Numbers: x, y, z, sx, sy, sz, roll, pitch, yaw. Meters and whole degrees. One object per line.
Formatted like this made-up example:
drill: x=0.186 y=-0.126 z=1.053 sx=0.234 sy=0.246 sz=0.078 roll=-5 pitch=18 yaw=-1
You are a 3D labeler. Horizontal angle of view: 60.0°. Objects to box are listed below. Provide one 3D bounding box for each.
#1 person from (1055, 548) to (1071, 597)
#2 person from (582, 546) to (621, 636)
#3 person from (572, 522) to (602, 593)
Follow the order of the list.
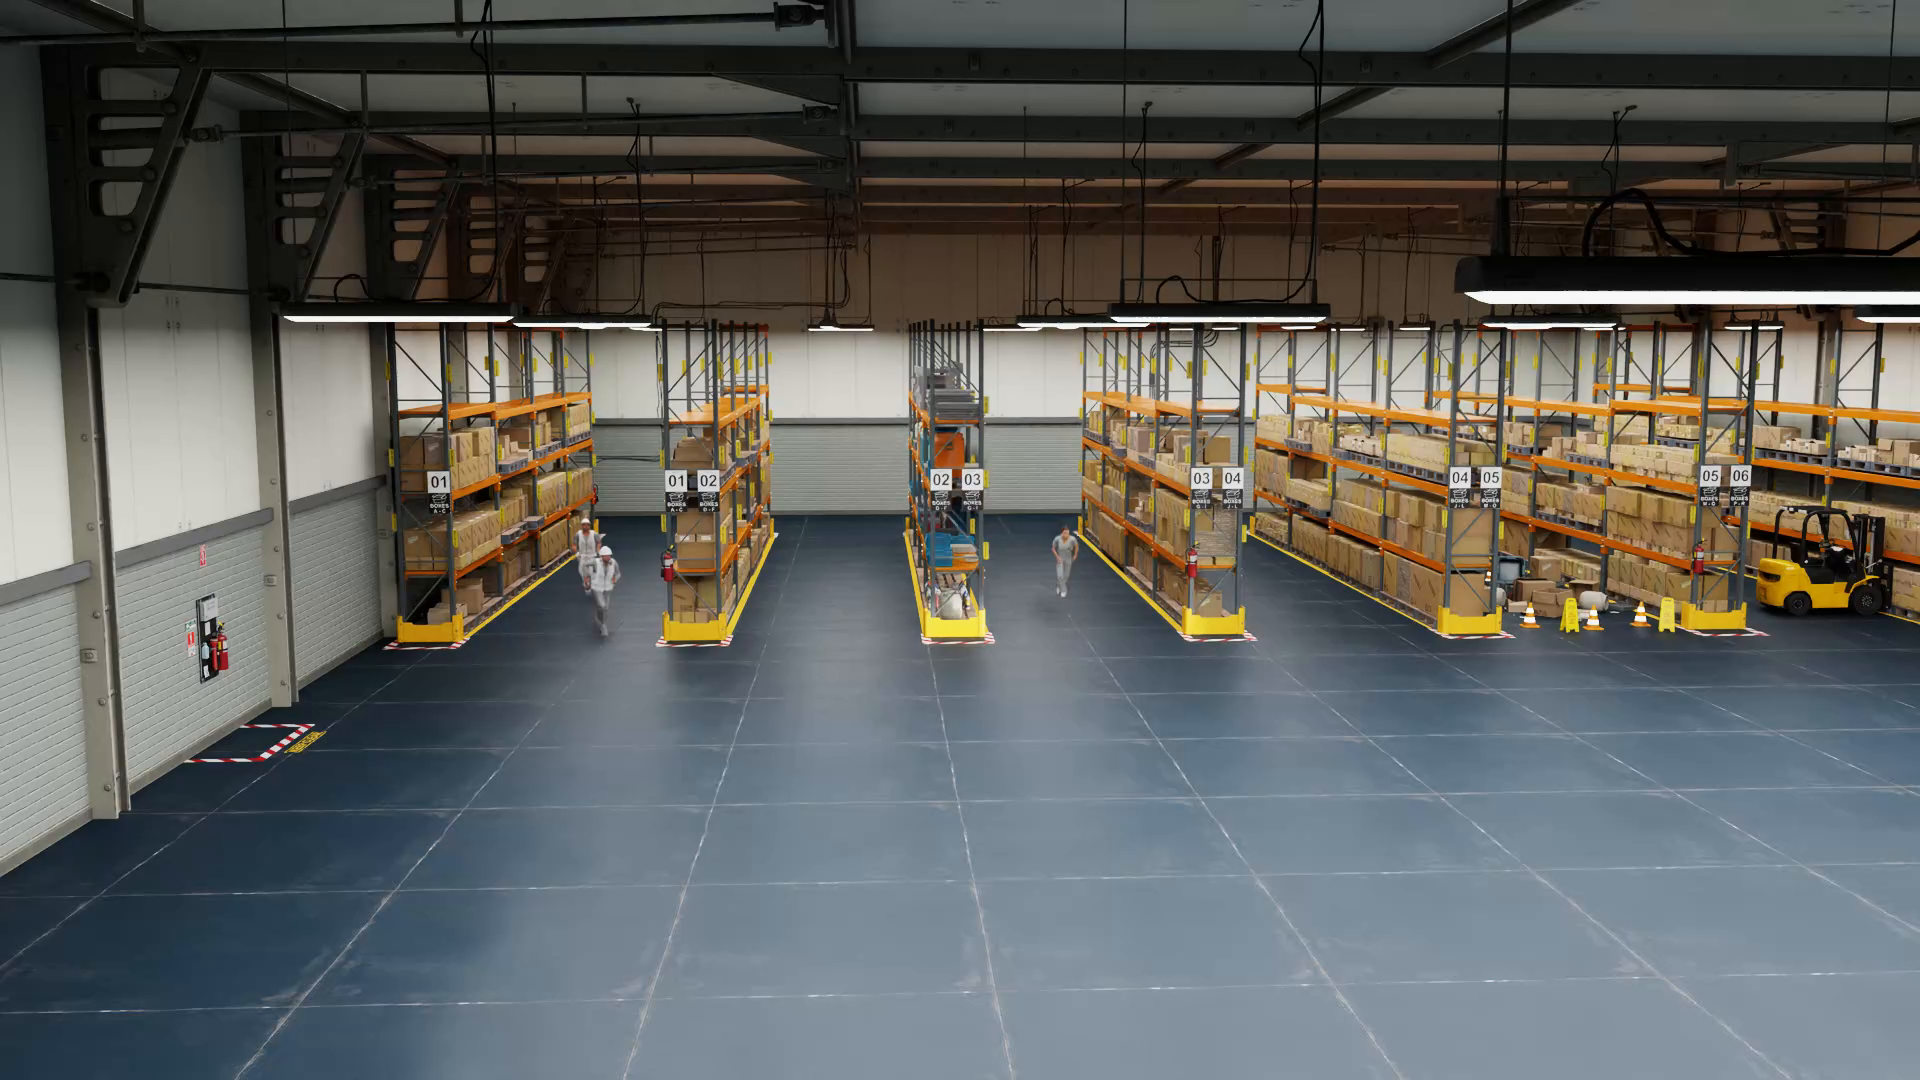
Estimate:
person: x=2.143 y=0.647 z=34.667 sx=0.340 sy=1.064 sz=0.651 roll=-1 pitch=7 yaw=-5
person: x=-6.883 y=0.979 z=31.922 sx=0.698 sy=1.784 sz=0.951 roll=-4 pitch=8 yaw=-28
person: x=-8.165 y=0.375 z=36.390 sx=0.636 sy=1.626 sz=0.524 roll=-1 pitch=7 yaw=-9
